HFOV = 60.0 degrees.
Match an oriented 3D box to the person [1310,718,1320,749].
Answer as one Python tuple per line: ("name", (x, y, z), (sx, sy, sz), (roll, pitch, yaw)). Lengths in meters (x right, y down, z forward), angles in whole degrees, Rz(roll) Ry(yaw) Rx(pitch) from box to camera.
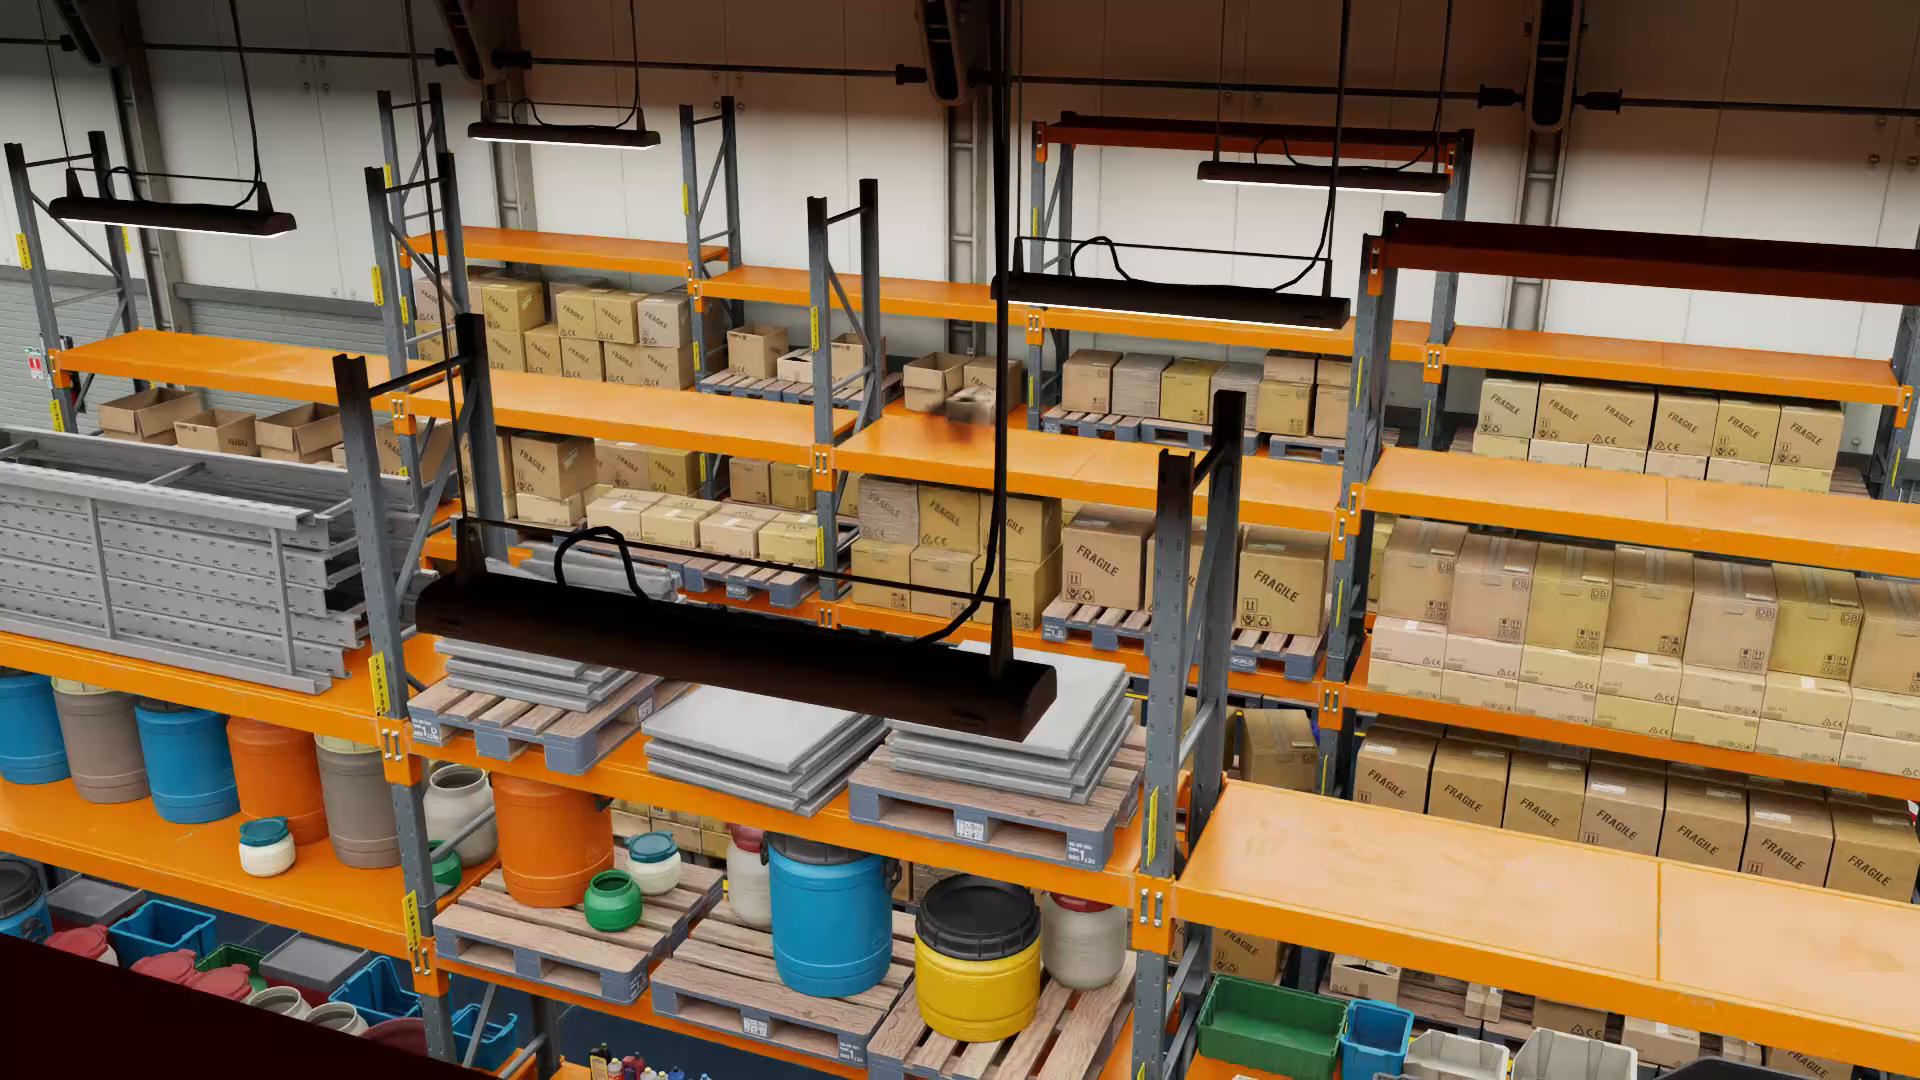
("person", (3.196, 2.057, 14.752), (0.987, 1.582, 0.552), (8, 22, 20))
